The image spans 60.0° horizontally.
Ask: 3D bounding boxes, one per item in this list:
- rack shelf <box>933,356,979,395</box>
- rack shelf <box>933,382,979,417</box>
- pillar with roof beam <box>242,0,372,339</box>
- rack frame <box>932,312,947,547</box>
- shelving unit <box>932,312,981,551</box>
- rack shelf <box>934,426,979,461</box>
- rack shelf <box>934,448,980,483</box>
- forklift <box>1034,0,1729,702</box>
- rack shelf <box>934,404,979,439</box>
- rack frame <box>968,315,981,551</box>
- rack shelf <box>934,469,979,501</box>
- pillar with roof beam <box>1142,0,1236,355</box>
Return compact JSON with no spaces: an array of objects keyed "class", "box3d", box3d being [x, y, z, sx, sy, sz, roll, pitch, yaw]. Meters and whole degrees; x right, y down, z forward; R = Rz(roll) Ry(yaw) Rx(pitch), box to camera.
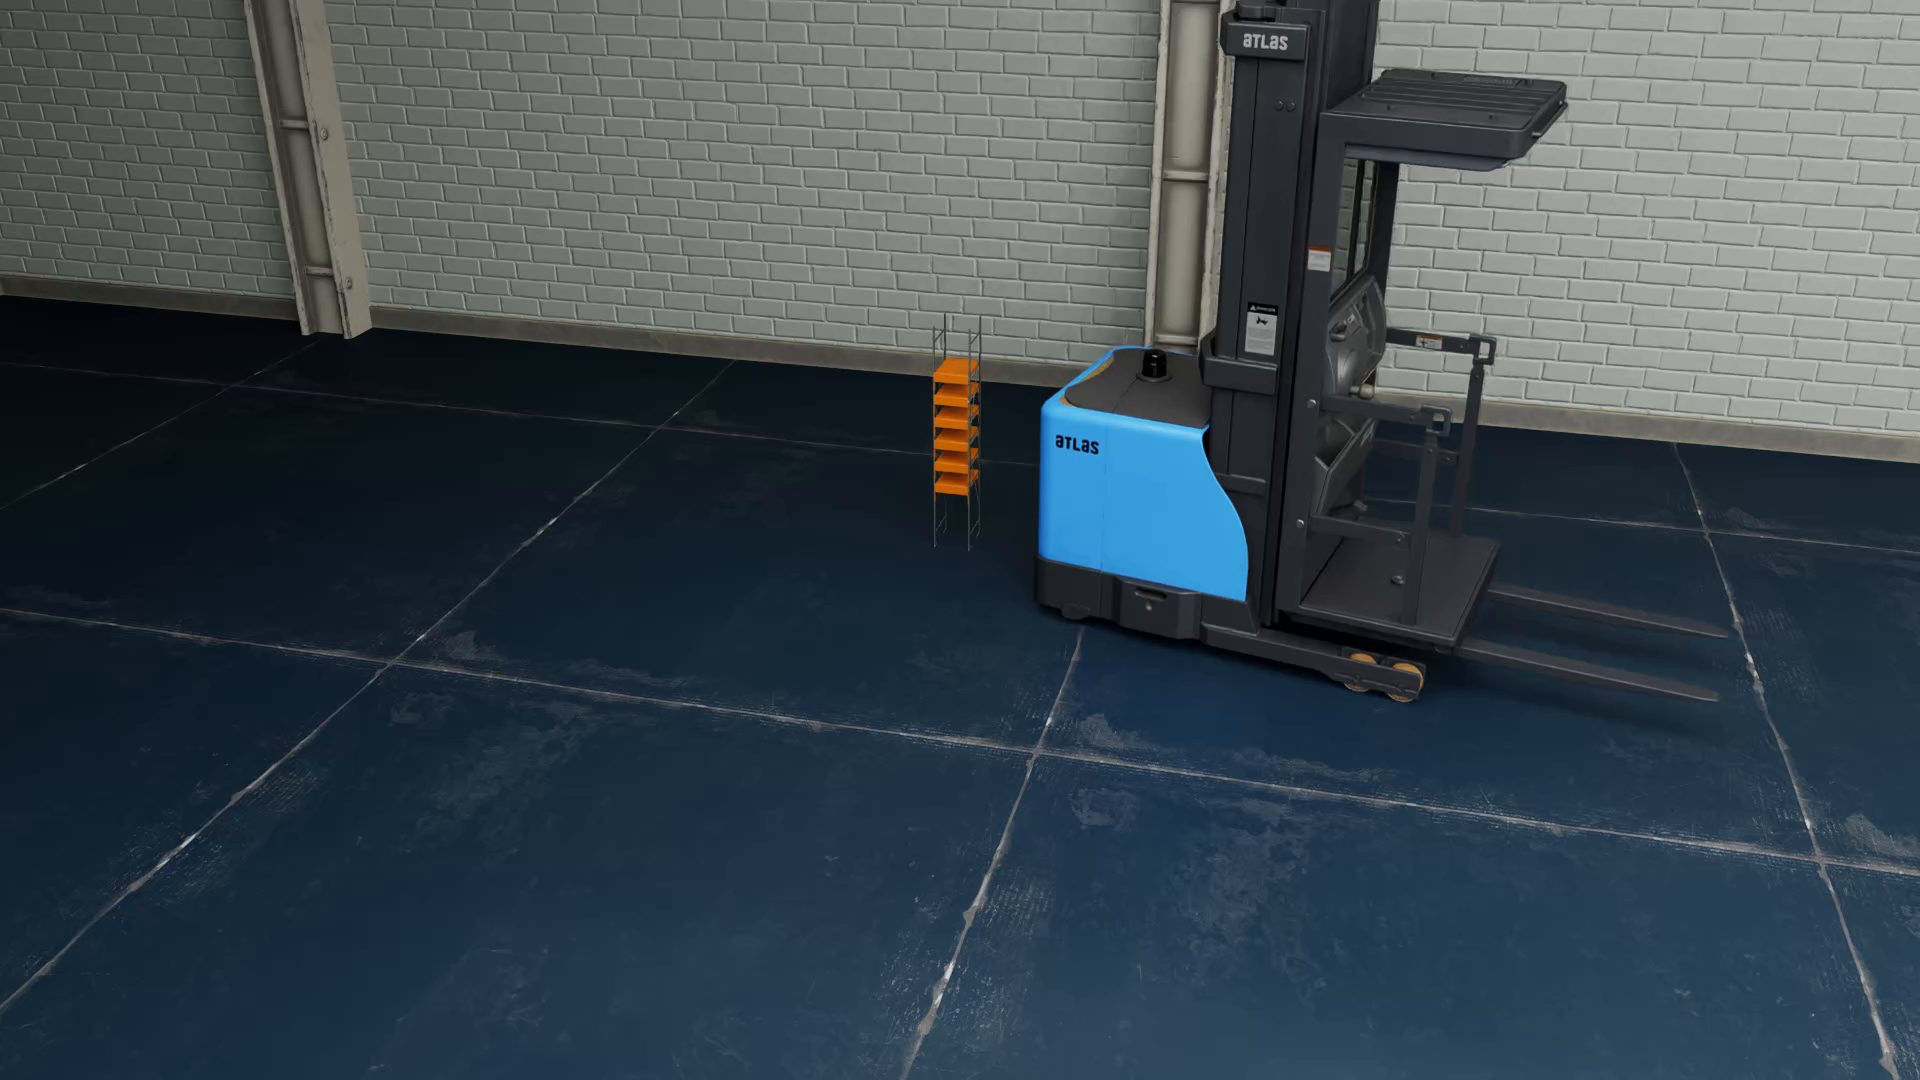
[{"class":"rack shelf","box3d":[-0.014,-0.828,8.360,0.180,0.103,0.258,6,26,13]},{"class":"rack shelf","box3d":[-0.014,-0.720,8.411,0.180,0.103,0.258,6,26,13]},{"class":"pillar with roof beam","box3d":[-5.524,-3.773,6.207,0.400,9.000,9.100,6,26,13]},{"class":"rack frame","box3d":[-0.103,-0.553,8.516,0.006,1.200,0.240,6,26,13]},{"class":"shelving unit","box3d":[-0.014,-0.543,8.495,0.189,1.200,0.258,6,26,13]},{"class":"rack shelf","box3d":[-0.014,-0.503,8.514,0.180,0.103,0.258,6,26,13]},{"class":"rack shelf","box3d":[-0.014,-0.395,8.566,0.180,0.103,0.258,6,26,13]},{"class":"forklift","box3d":[1.908,-0.877,7.182,3.031,2.935,1.130,12,28,24]},{"class":"rack shelf","box3d":[-0.014,-0.612,8.463,0.180,0.103,0.258,6,26,13]},{"class":"rack frame","box3d":[0.075,-0.533,8.475,0.006,1.200,0.240,6,26,13]},{"class":"rack shelf","box3d":[-0.014,-0.286,8.618,0.180,0.103,0.258,6,26,13]},{"class":"pillar with roof beam","box3d":[0.287,-3.131,4.857,0.400,9.000,9.100,6,26,13]}]
